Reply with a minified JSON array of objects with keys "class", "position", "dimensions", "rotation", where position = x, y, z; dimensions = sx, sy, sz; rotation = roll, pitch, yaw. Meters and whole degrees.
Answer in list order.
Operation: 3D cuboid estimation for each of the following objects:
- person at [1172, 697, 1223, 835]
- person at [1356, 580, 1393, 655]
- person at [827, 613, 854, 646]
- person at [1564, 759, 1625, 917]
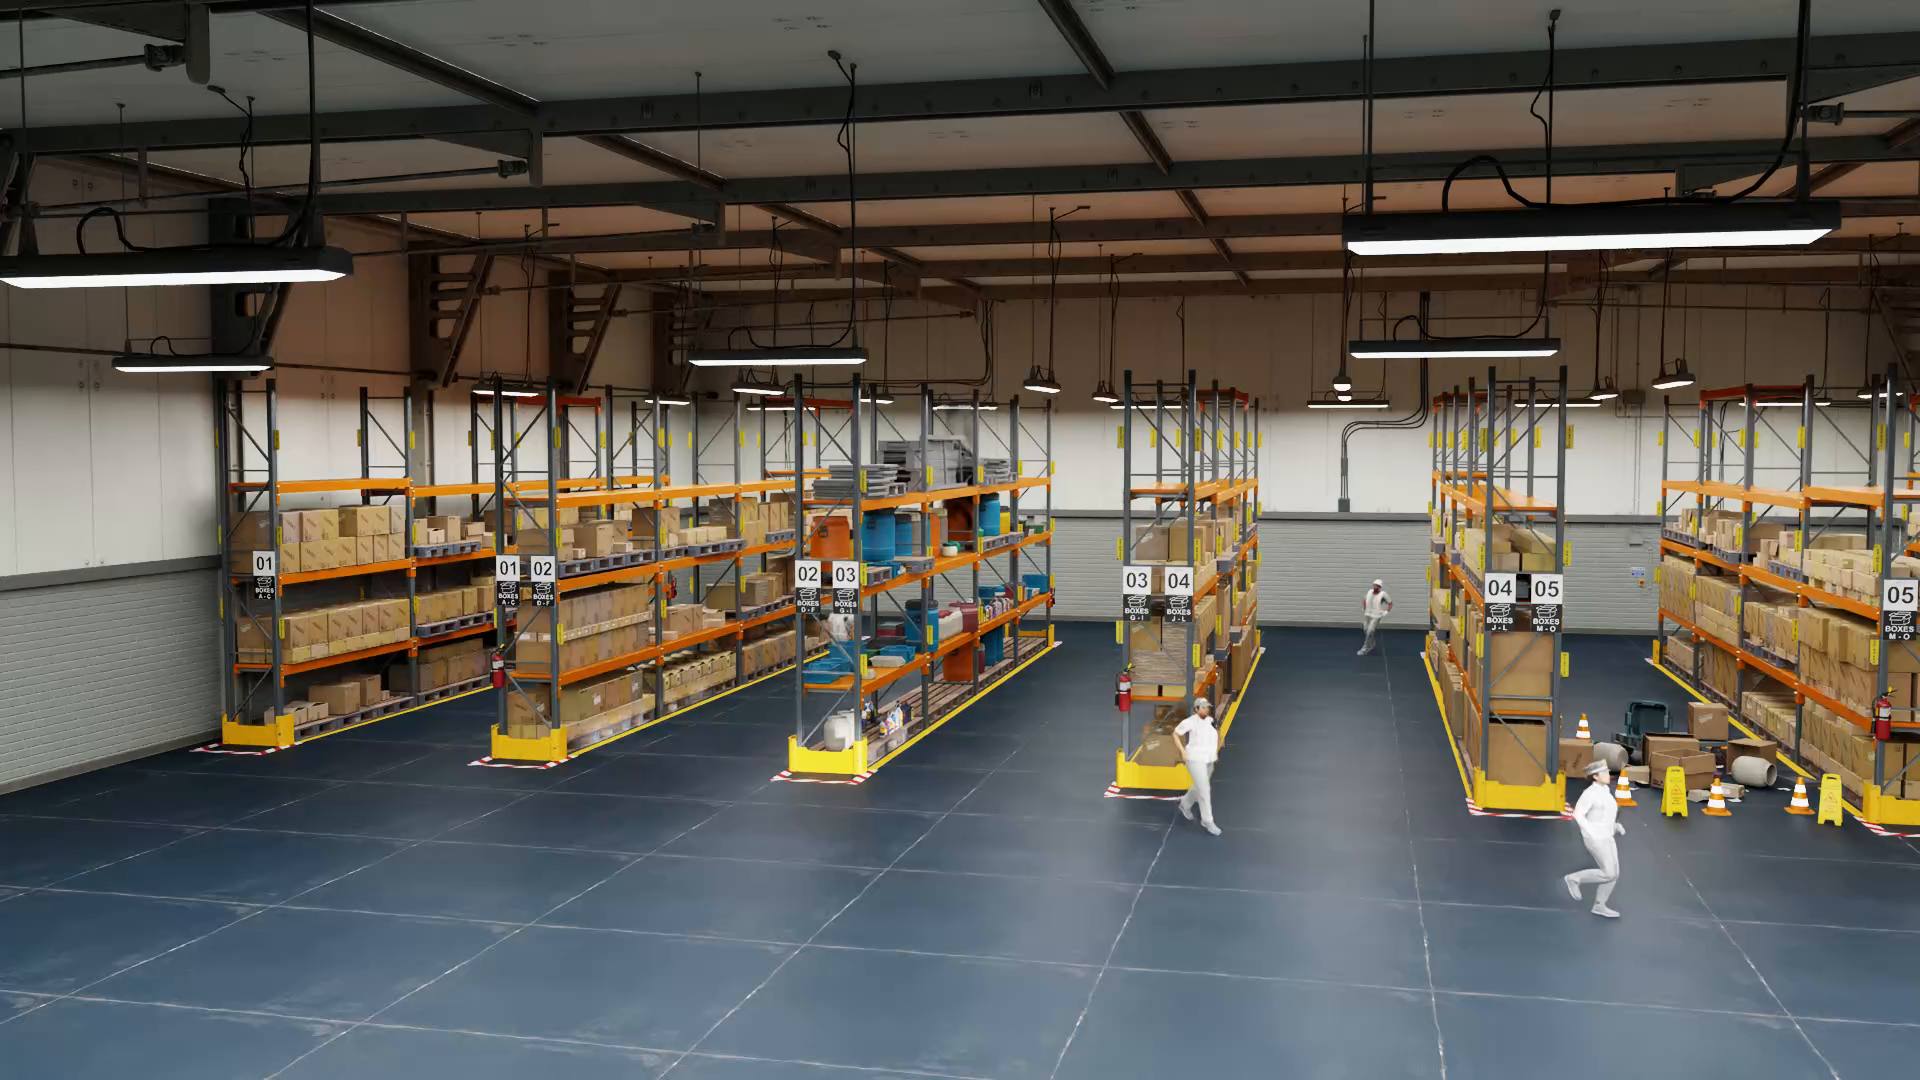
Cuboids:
[{"class":"person","position":[3.096,2.869,21.449],"dimensions":[0.598,1.694,0.875],"rotation":[-3,4,-38]},{"class":"person","position":[9.638,1.790,38.673],"dimensions":[0.842,1.752,0.746],"rotation":[-3,5,-44]},{"class":"person","position":[-2.469,2.070,34.355],"dimensions":[0.640,1.736,0.596],"rotation":[1,3,11]},{"class":"person","position":[6.725,3.123,17.527],"dimensions":[0.511,1.651,0.629],"rotation":[3,5,41]}]
